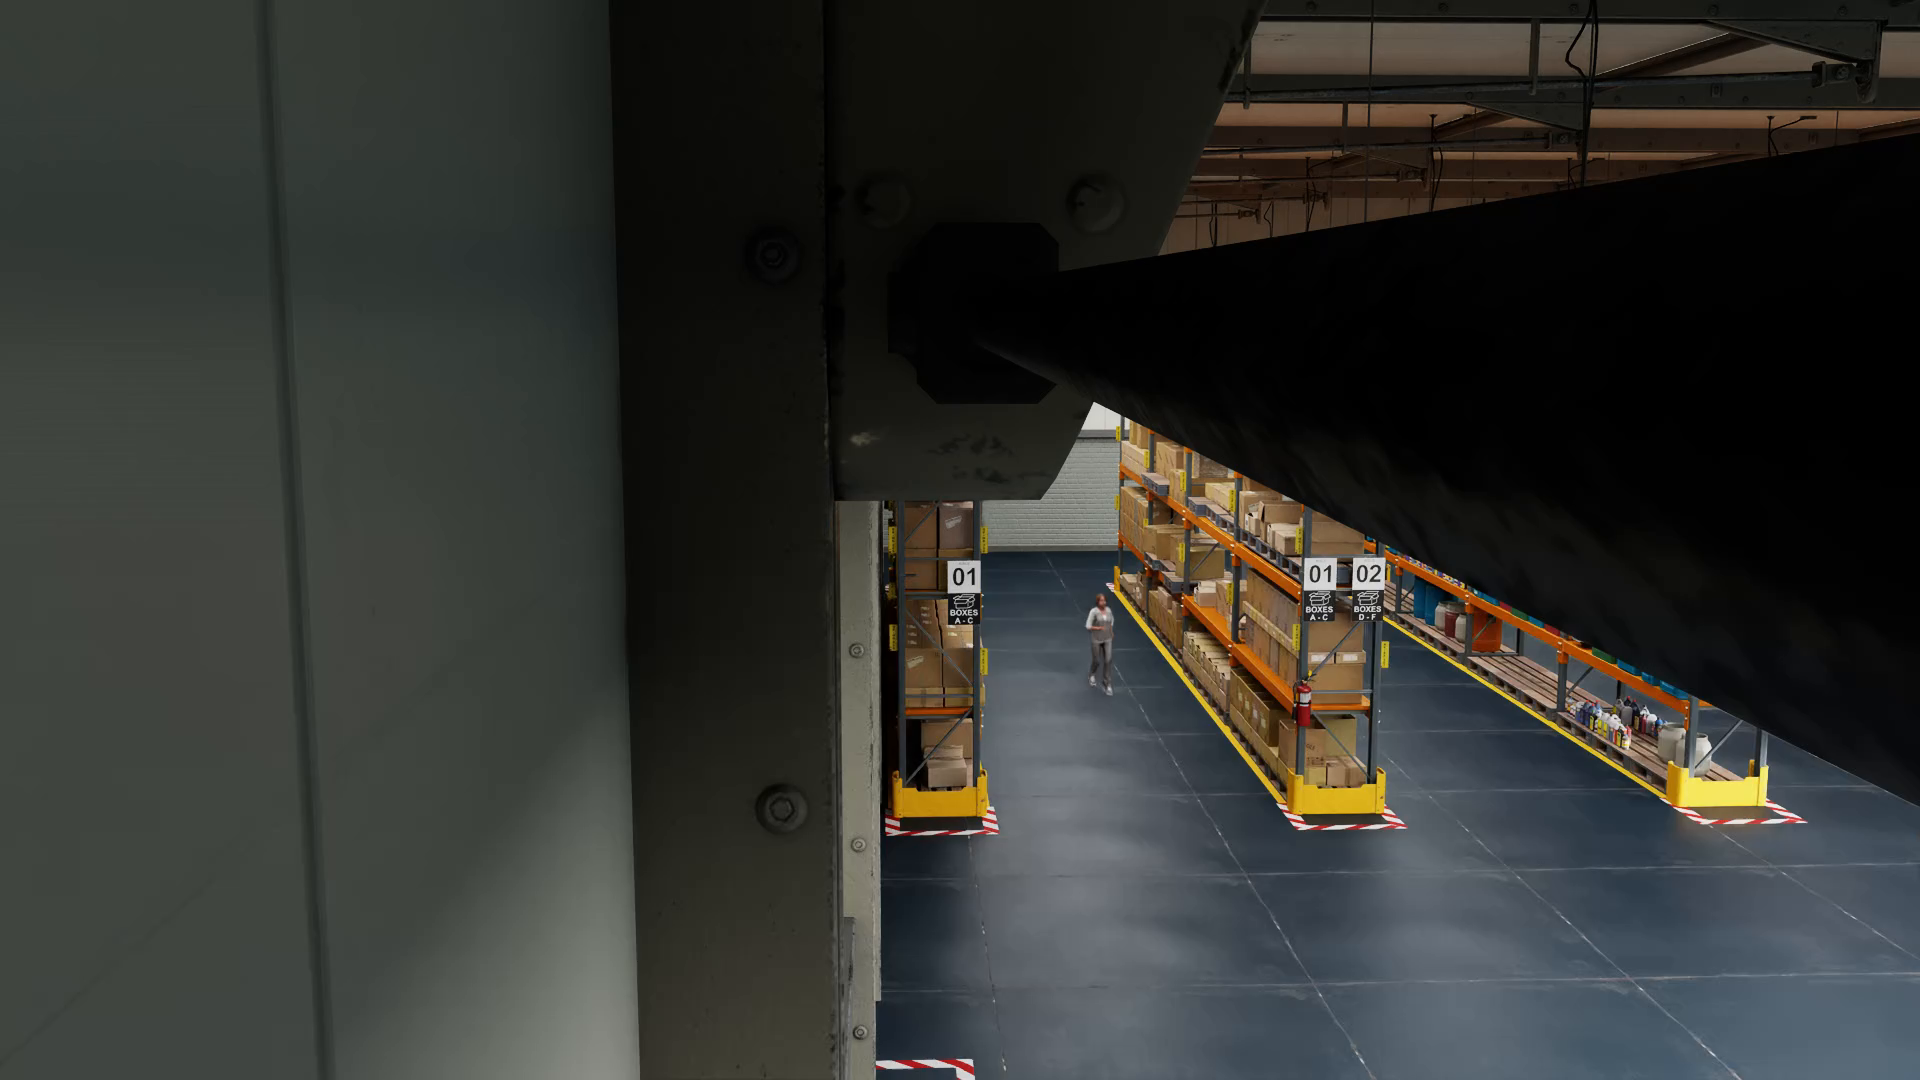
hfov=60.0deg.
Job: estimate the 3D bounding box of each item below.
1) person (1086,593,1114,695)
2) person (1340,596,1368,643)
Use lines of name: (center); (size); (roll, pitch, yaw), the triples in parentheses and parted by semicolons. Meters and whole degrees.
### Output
person: (2.283, 1.651, 26.903); (0.539, 1.595, 0.833); (-2, 8, -15)
person: (6.912, 1.340, 29.132); (0.541, 1.624, 0.553); (-1, 8, -7)
